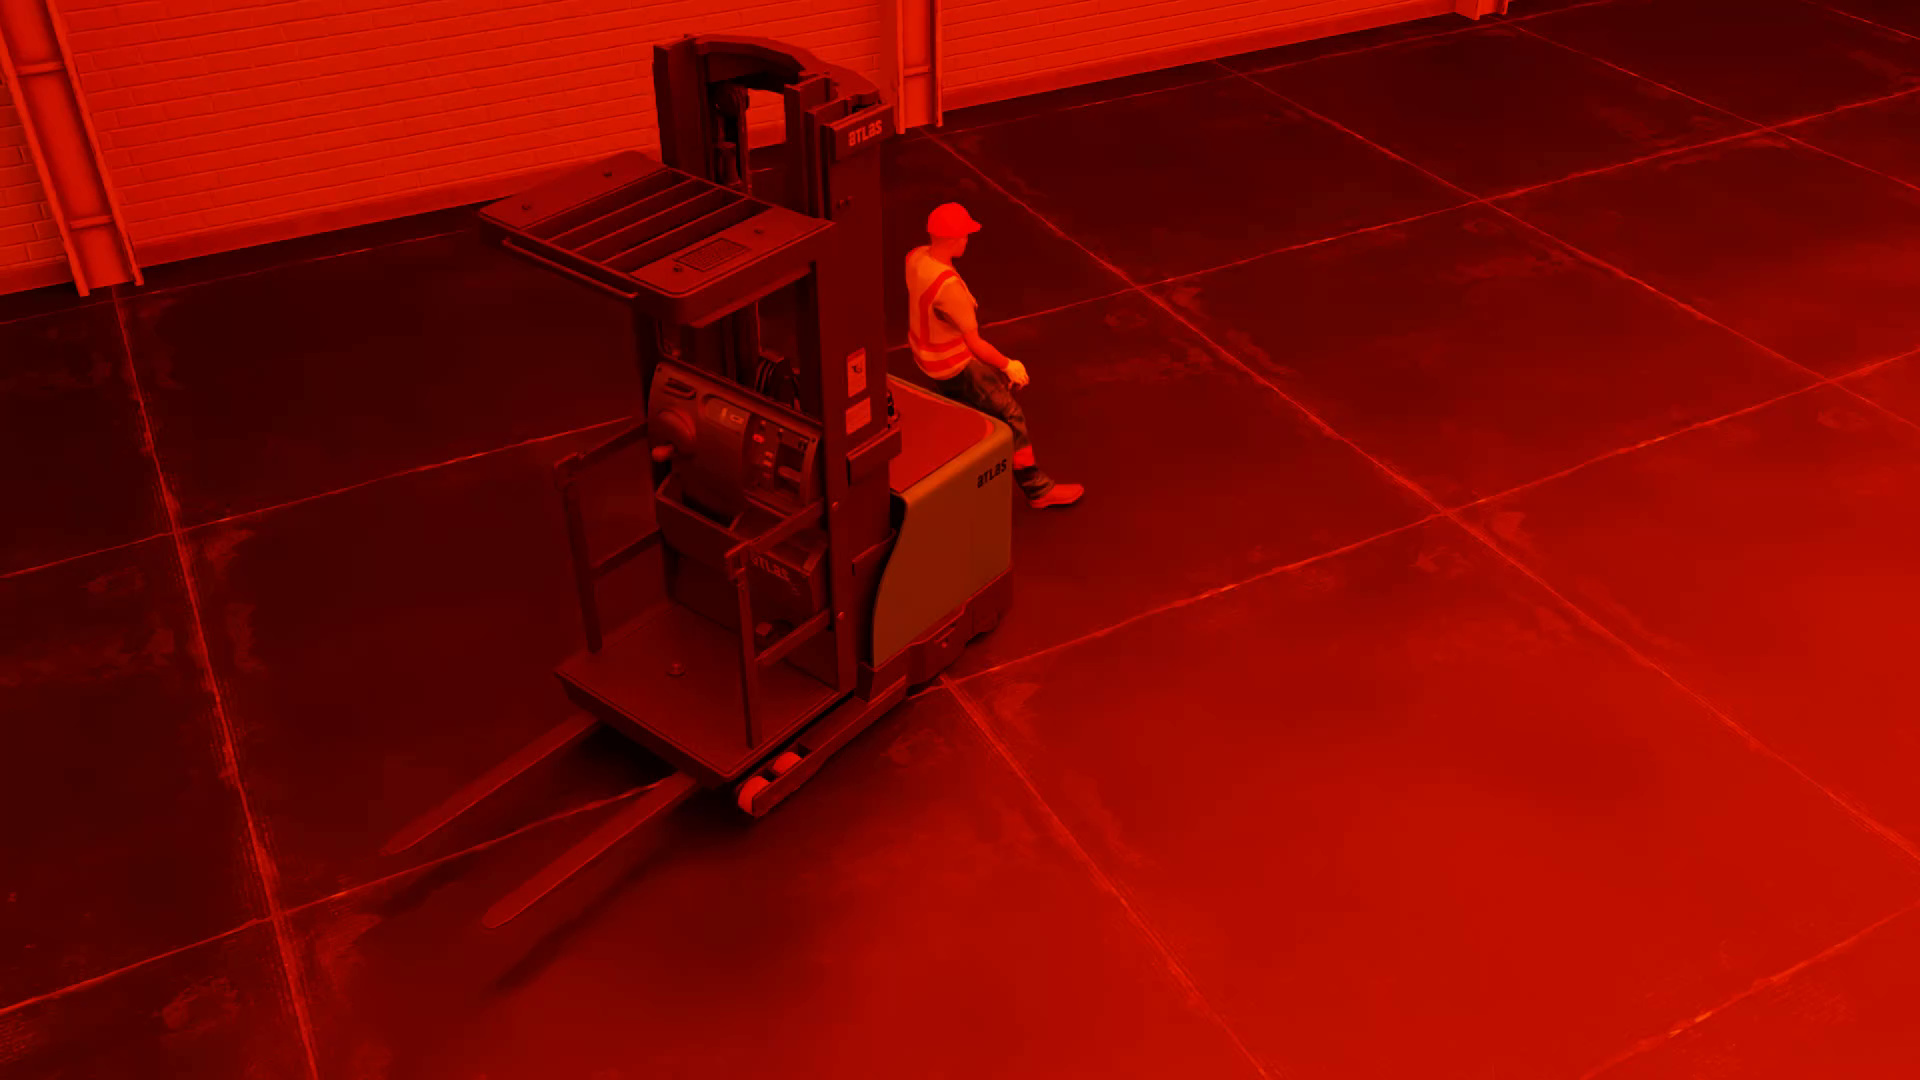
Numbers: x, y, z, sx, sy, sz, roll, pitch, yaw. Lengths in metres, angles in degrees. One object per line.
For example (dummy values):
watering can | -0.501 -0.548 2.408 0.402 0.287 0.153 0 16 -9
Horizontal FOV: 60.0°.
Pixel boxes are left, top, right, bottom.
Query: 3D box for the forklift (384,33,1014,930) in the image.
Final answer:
forklift | -1.061 -0.358 6.630 1.130 2.935 3.031 25 42 31

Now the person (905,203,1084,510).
person | 0.096 -1.016 8.701 0.918 1.628 0.932 -11 37 -15
